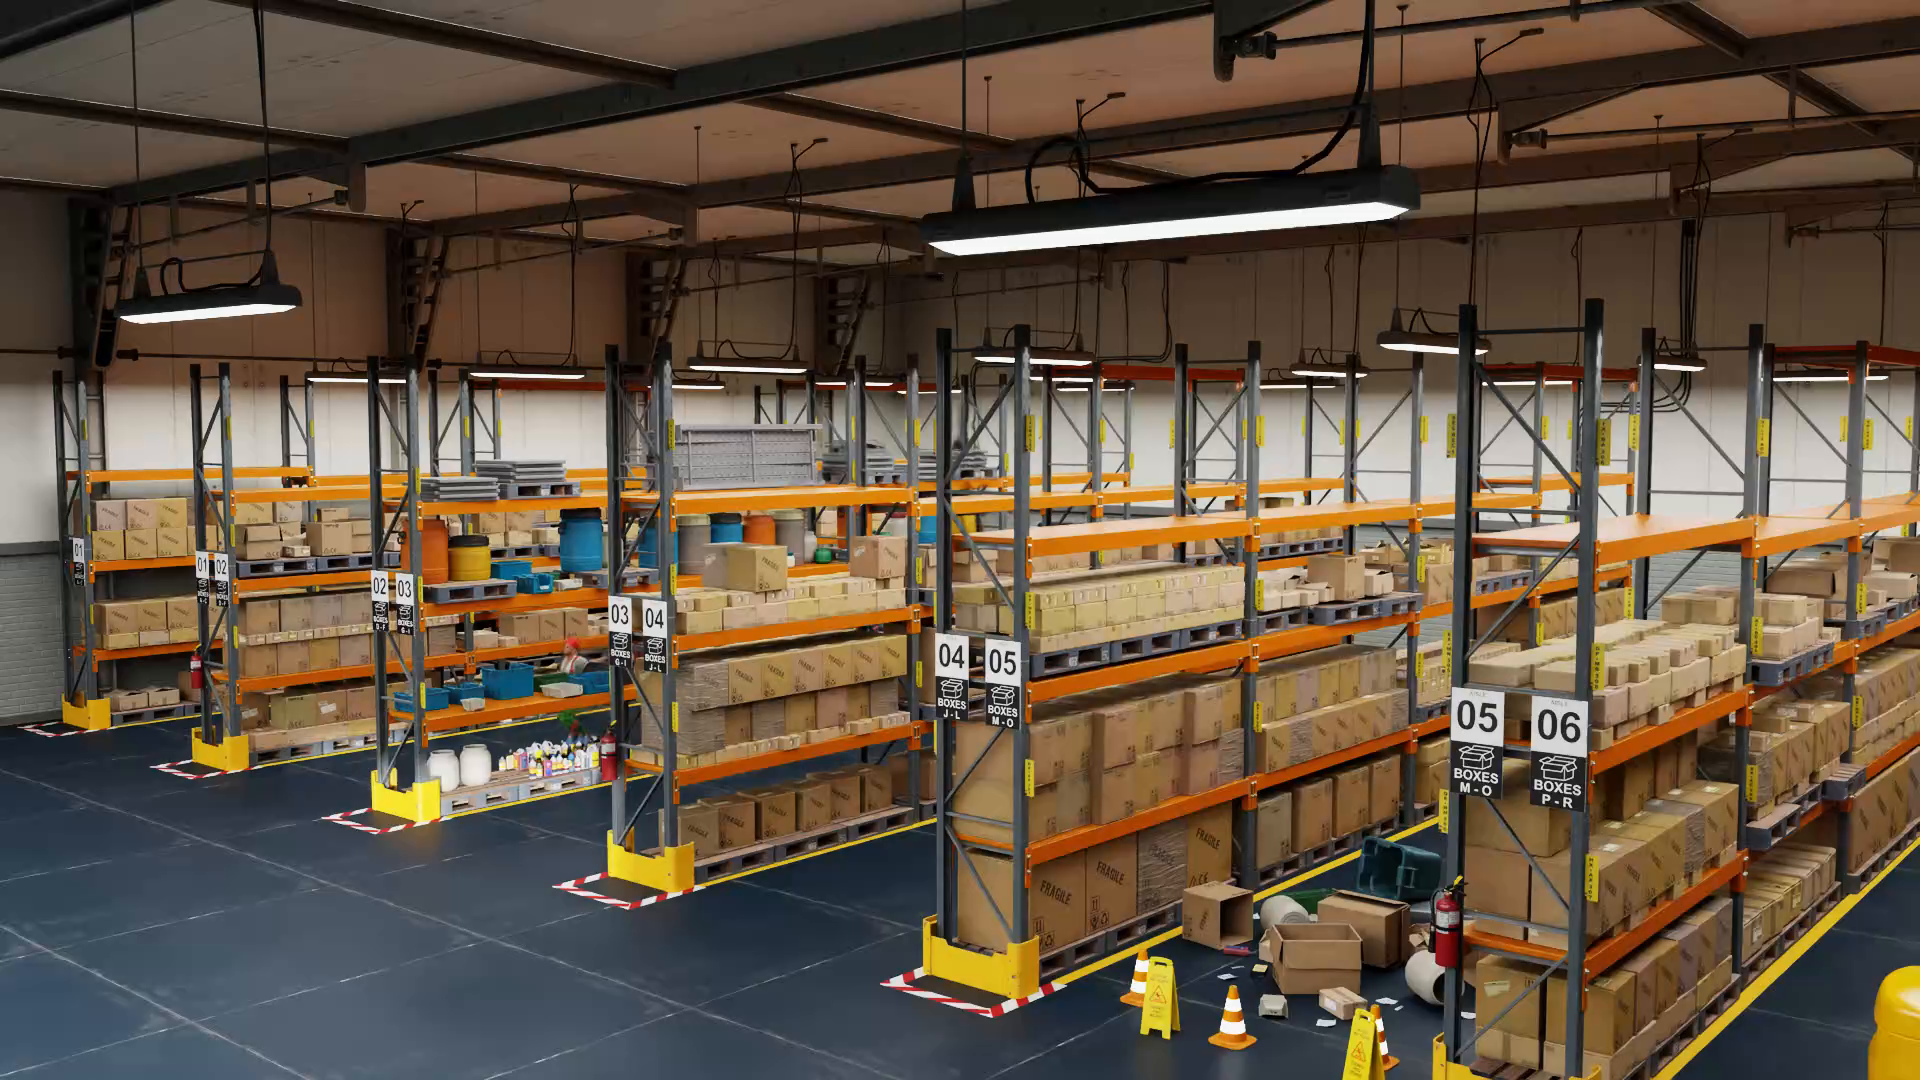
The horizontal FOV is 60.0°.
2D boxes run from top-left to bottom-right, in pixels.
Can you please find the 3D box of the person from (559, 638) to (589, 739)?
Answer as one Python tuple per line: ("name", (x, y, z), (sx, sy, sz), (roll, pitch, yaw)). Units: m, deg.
("person", (-6.074, 2.407, 25.833), (0.623, 1.757, 0.685), (-4, 6, -43))
